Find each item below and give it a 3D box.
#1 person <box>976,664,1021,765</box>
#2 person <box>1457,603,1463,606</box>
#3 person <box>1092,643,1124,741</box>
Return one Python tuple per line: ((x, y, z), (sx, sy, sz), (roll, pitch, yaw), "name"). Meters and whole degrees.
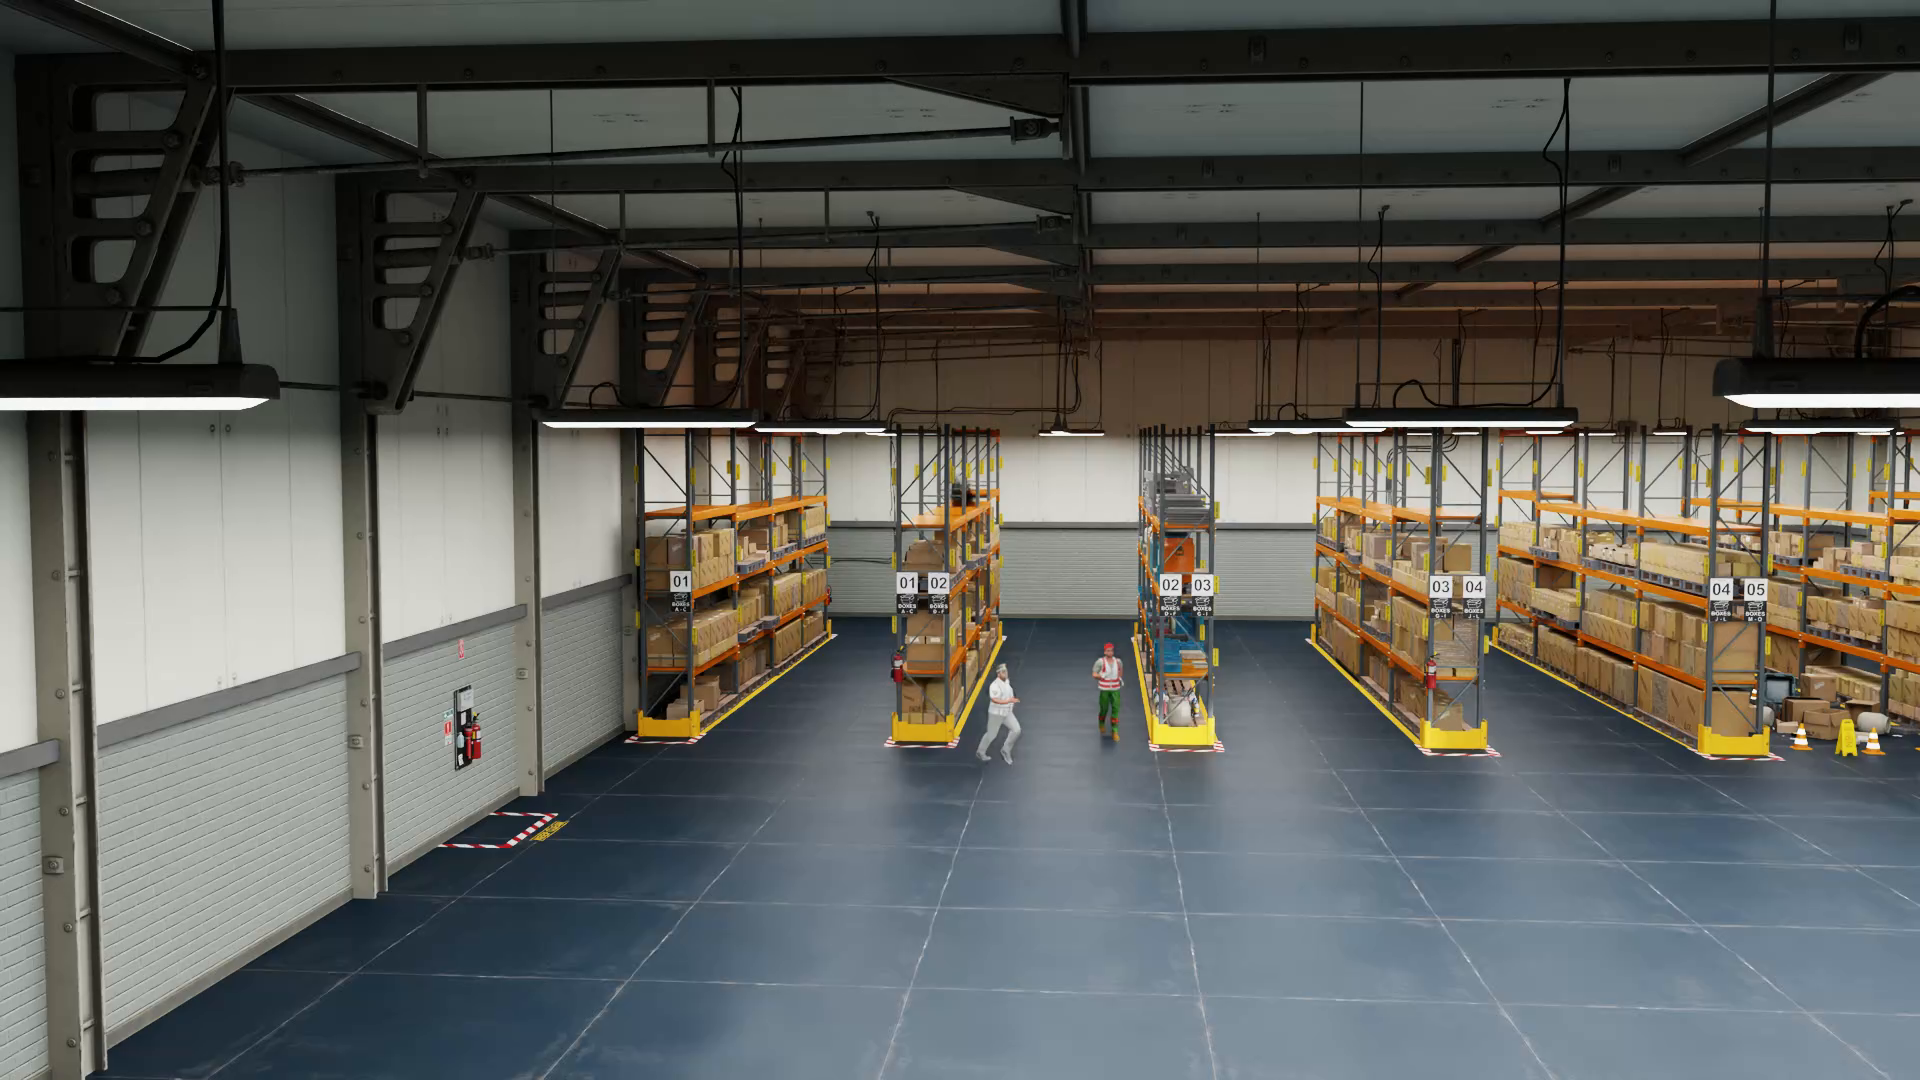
((0.722, 3.059, 29.281), (0.896, 1.808, 0.674), (3, 5, 39), "person")
((14.042, 2.035, 47.055), (0.566, 1.686, 0.819), (-2, 4, -29), "person")
((2.845, 2.864, 31.697), (0.652, 1.793, 0.914), (-1, 4, -9), "person")
